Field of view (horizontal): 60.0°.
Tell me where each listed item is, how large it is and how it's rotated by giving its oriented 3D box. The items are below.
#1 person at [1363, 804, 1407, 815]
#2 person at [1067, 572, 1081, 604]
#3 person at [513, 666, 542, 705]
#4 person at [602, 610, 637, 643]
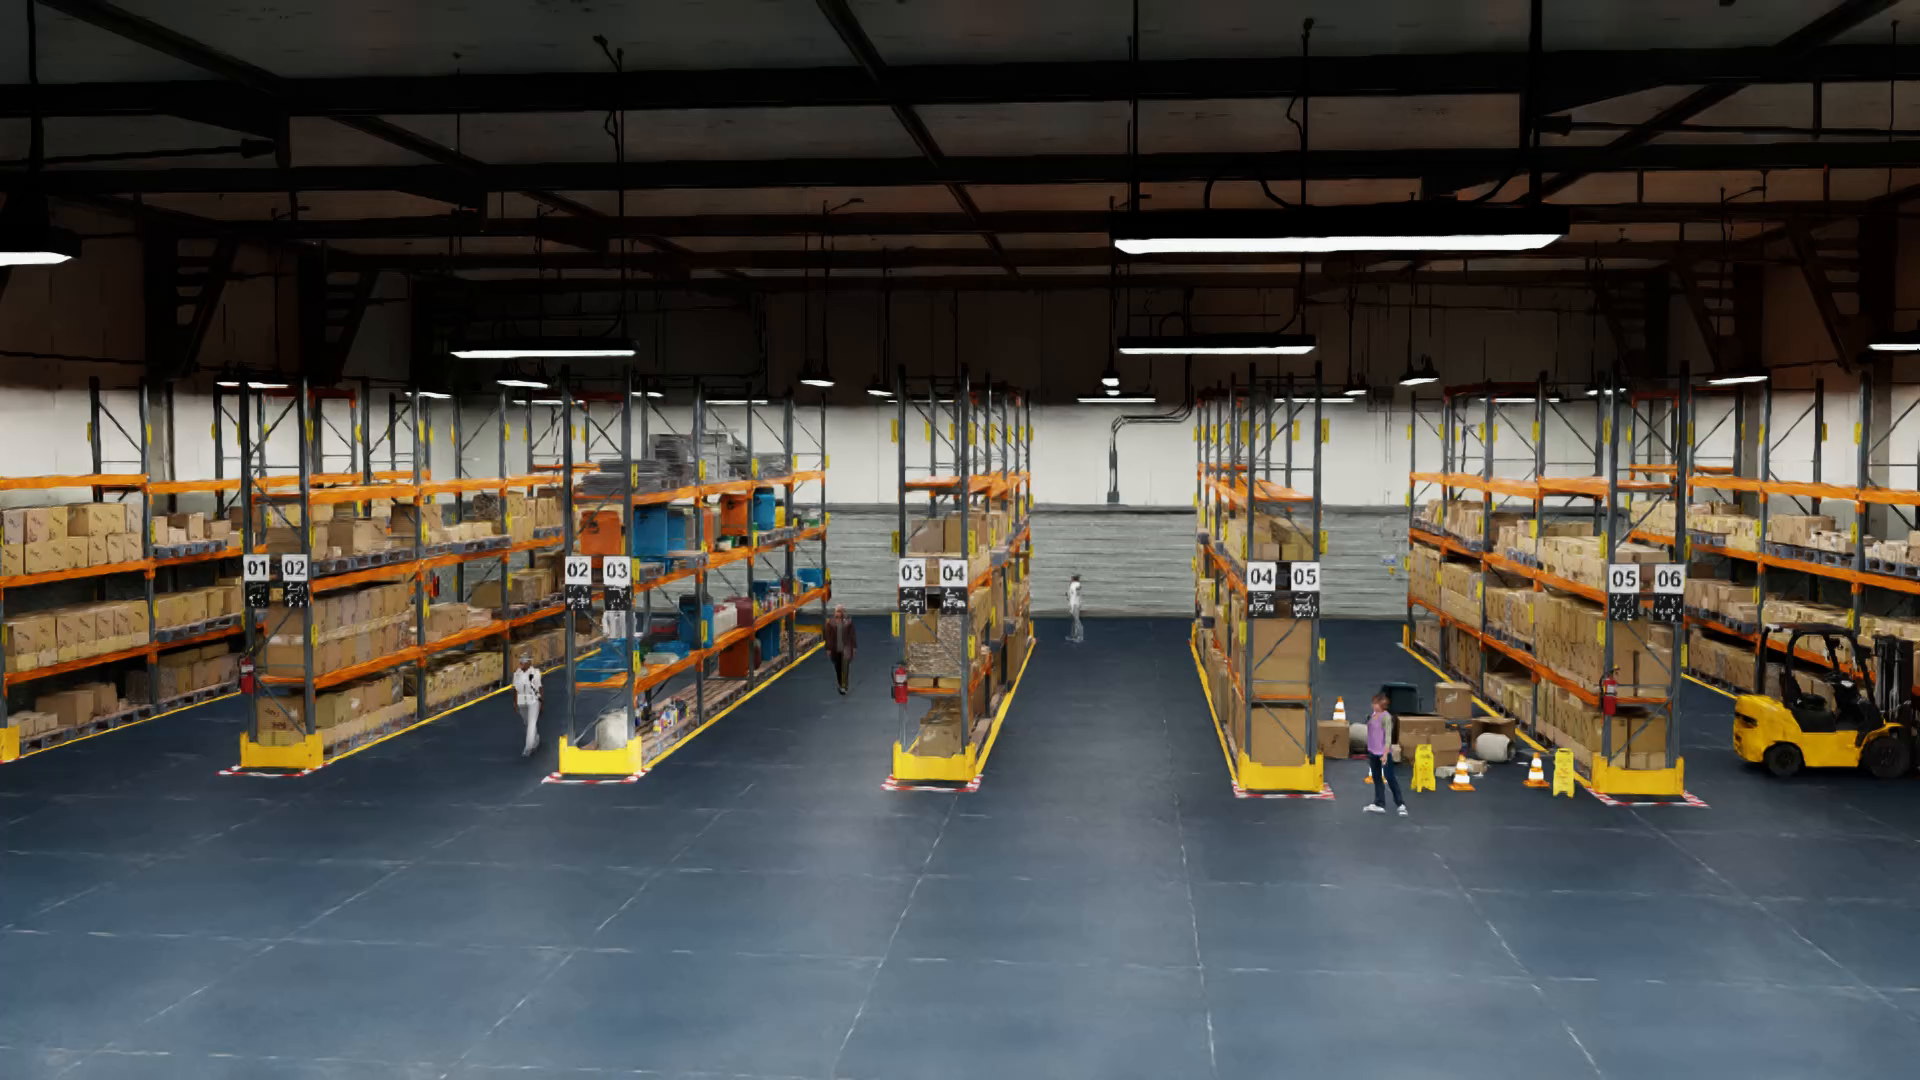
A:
[{"bbox_3d":[5.633,3.508,21.915,0.418,0.196,0.546,-1,4,-19],"label":"person"},{"bbox_3d":[2.751,1.154,39.980,0.299,0.785,0.362,1,4,18],"label":"person"},{"bbox_3d":[-6.736,2.253,25.870,0.435,0.611,0.374,1,4,8],"label":"person"},{"bbox_3d":[-6.966,1.959,34.022,0.729,1.733,0.546,0,4,4],"label":"person"}]
